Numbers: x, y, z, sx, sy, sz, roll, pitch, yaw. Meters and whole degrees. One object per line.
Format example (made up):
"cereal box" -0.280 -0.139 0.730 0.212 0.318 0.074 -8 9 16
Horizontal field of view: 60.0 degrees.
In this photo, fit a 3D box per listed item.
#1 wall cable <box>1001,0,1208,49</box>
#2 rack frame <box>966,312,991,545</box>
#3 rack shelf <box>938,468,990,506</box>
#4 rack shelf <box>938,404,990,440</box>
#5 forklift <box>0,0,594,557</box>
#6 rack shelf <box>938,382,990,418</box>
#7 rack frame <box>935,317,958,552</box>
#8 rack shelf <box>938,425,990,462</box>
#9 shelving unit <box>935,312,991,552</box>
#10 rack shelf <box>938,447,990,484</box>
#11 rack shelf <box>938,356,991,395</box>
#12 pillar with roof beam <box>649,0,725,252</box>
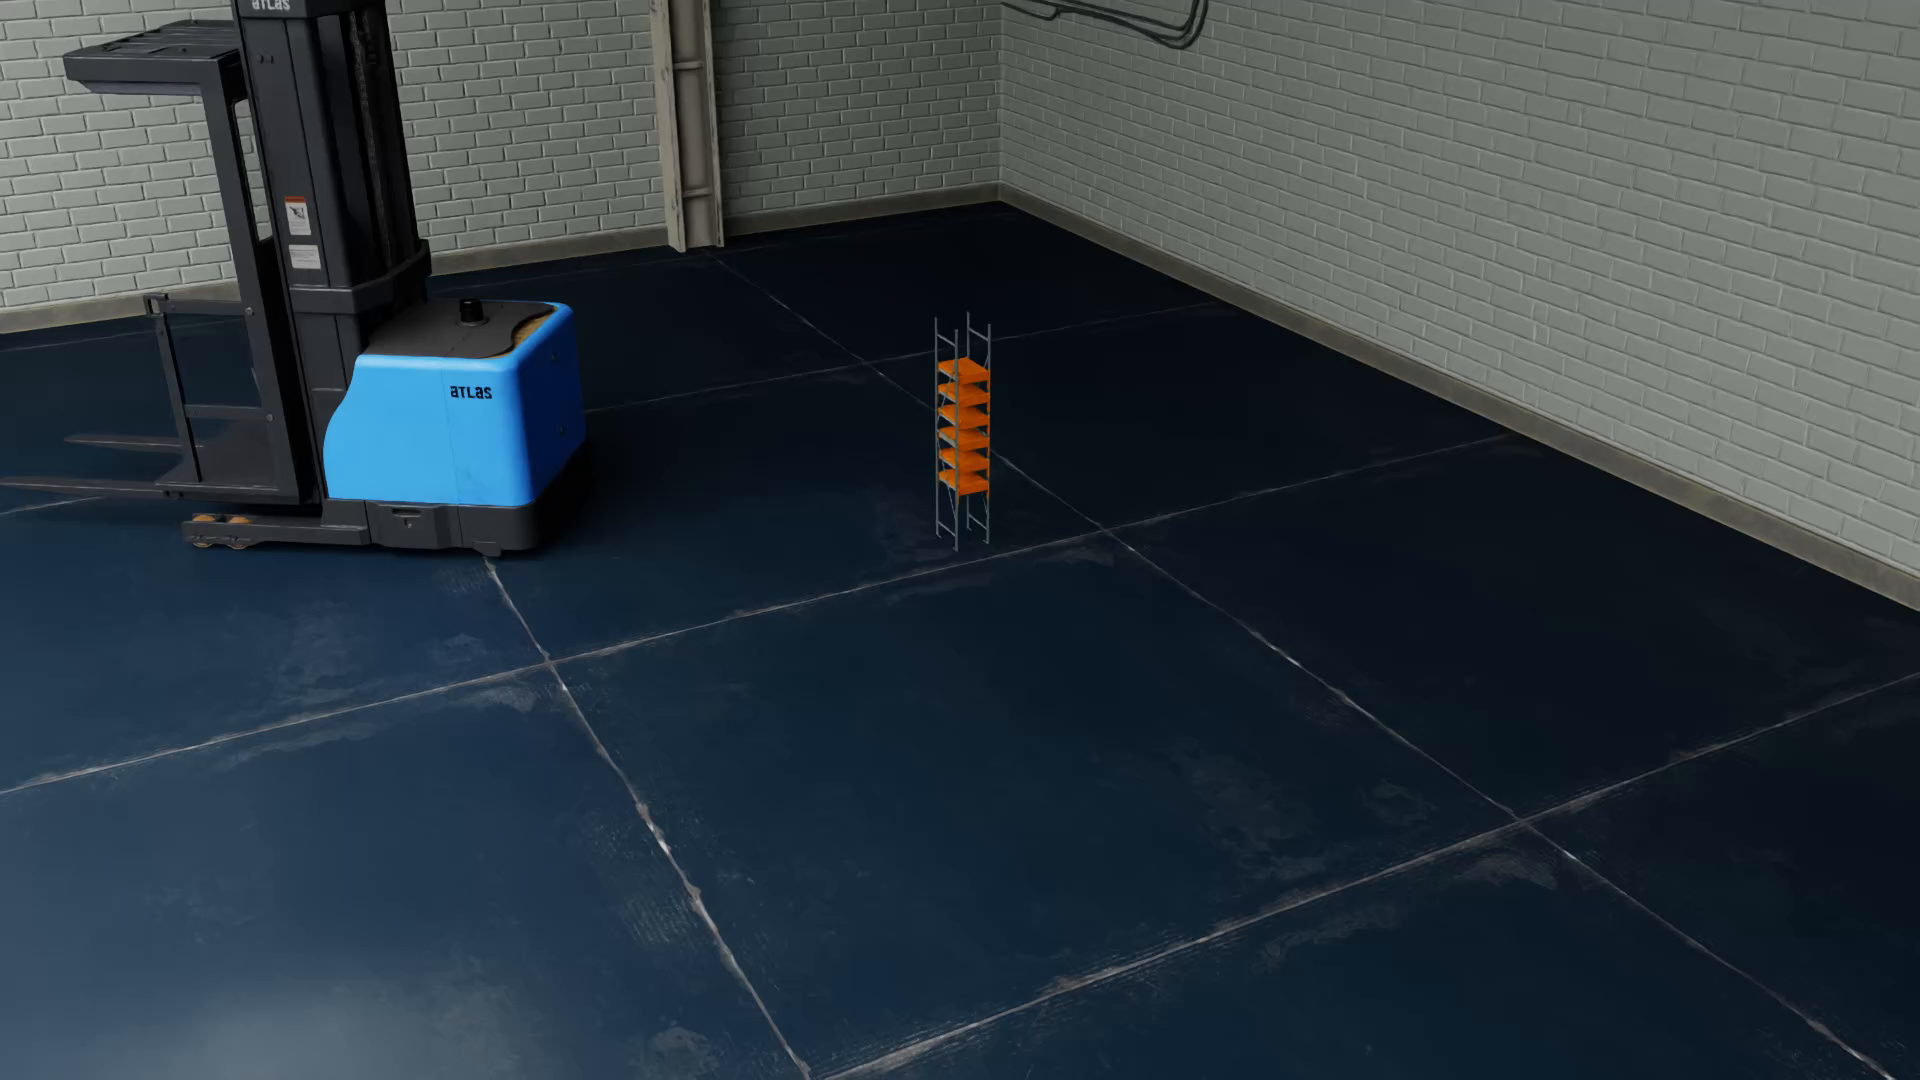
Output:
"wall cable" 1.021 -5.215 12.803 0.112 2.526 3.097 -13 29 -25
"rack frame" 0.094 -0.562 8.535 0.006 1.200 0.240 -13 29 -25
"rack shelf" 0.013 -0.287 8.620 0.180 0.103 0.258 -13 29 -25
"rack shelf" 0.013 -0.612 8.464 0.180 0.103 0.258 -13 29 -25
"forklift" -3.608 -1.497 8.481 3.031 2.935 1.130 3 26 6
"rack shelf" 0.013 -0.720 8.412 0.180 0.103 0.258 -13 29 -25
"rack frame" -0.068 -0.525 8.458 0.006 1.200 0.240 -13 29 -25
"rack shelf" 0.013 -0.504 8.516 0.180 0.103 0.258 -13 29 -25
"shelving unit" 0.013 -0.544 8.496 0.189 1.200 0.258 -13 29 -25
"rack shelf" 0.013 -0.396 8.568 0.180 0.103 0.258 -13 29 -25
"rack shelf" 0.013 -0.828 8.360 0.180 0.103 0.258 -13 29 -25
"pillar with roof beam" -0.175 -4.876 8.509 0.400 9.000 9.100 -13 29 -25
